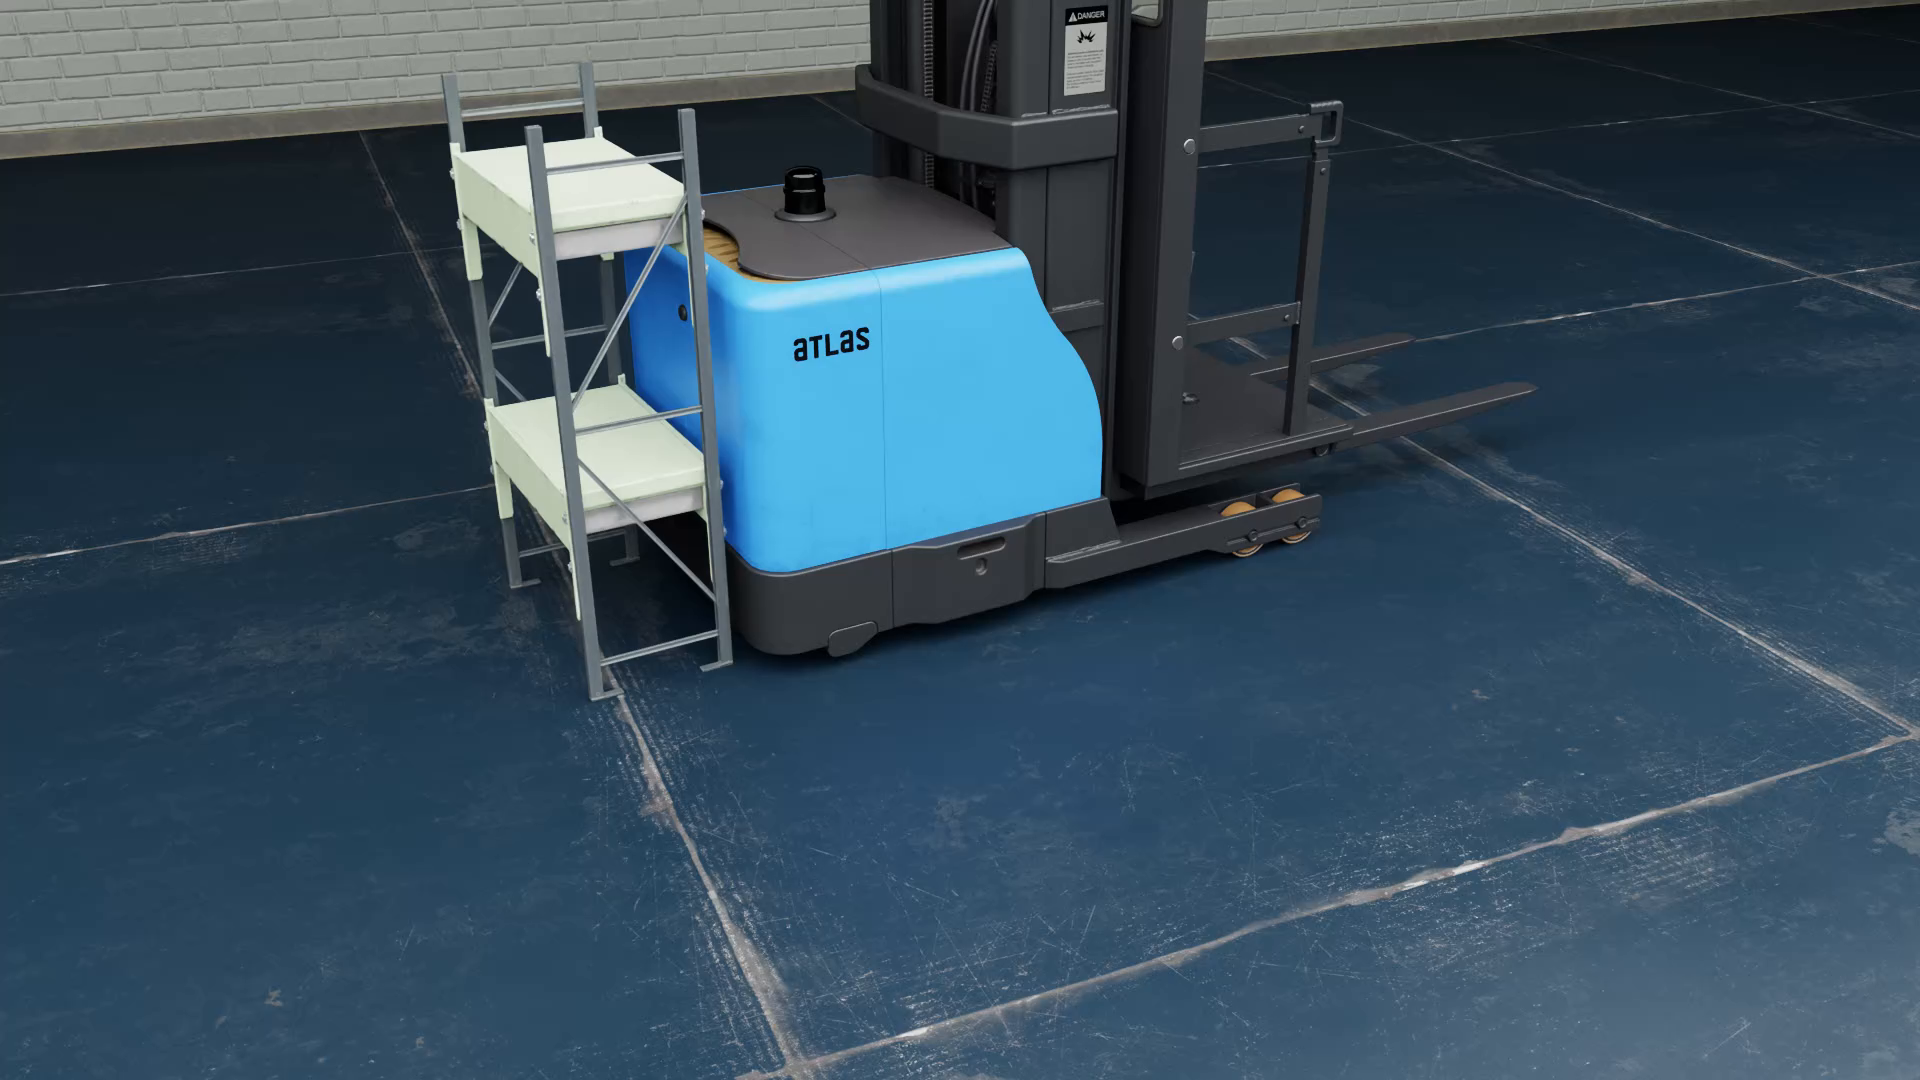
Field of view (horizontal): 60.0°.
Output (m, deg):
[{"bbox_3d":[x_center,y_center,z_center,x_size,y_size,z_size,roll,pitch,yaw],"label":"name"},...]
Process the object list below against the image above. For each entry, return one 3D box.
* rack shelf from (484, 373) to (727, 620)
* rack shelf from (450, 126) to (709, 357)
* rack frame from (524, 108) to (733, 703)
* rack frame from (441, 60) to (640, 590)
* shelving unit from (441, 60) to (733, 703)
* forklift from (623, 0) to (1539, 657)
[{"bbox_3d":[-0.982,-0.140,4.571,0.431,0.370,0.720,-14,29,-27],"label":"rack shelf"},{"bbox_3d":[-0.982,-0.784,4.256,0.431,0.370,0.720,-14,29,-27],"label":"rack shelf"},{"bbox_3d":[-0.800,-0.294,4.142,0.400,1.500,0.023,-14,29,-27],"label":"rack frame"},{"bbox_3d":[-1.165,-0.572,4.713,0.400,1.500,0.023,-14,29,-27],"label":"rack frame"},{"bbox_3d":[-0.982,-0.433,4.427,0.431,1.500,0.755,-14,29,-27],"label":"shelving unit"},{"bbox_3d":[0.550,-1.453,4.884,3.031,2.935,1.130,-14,29,-26],"label":"forklift"}]
